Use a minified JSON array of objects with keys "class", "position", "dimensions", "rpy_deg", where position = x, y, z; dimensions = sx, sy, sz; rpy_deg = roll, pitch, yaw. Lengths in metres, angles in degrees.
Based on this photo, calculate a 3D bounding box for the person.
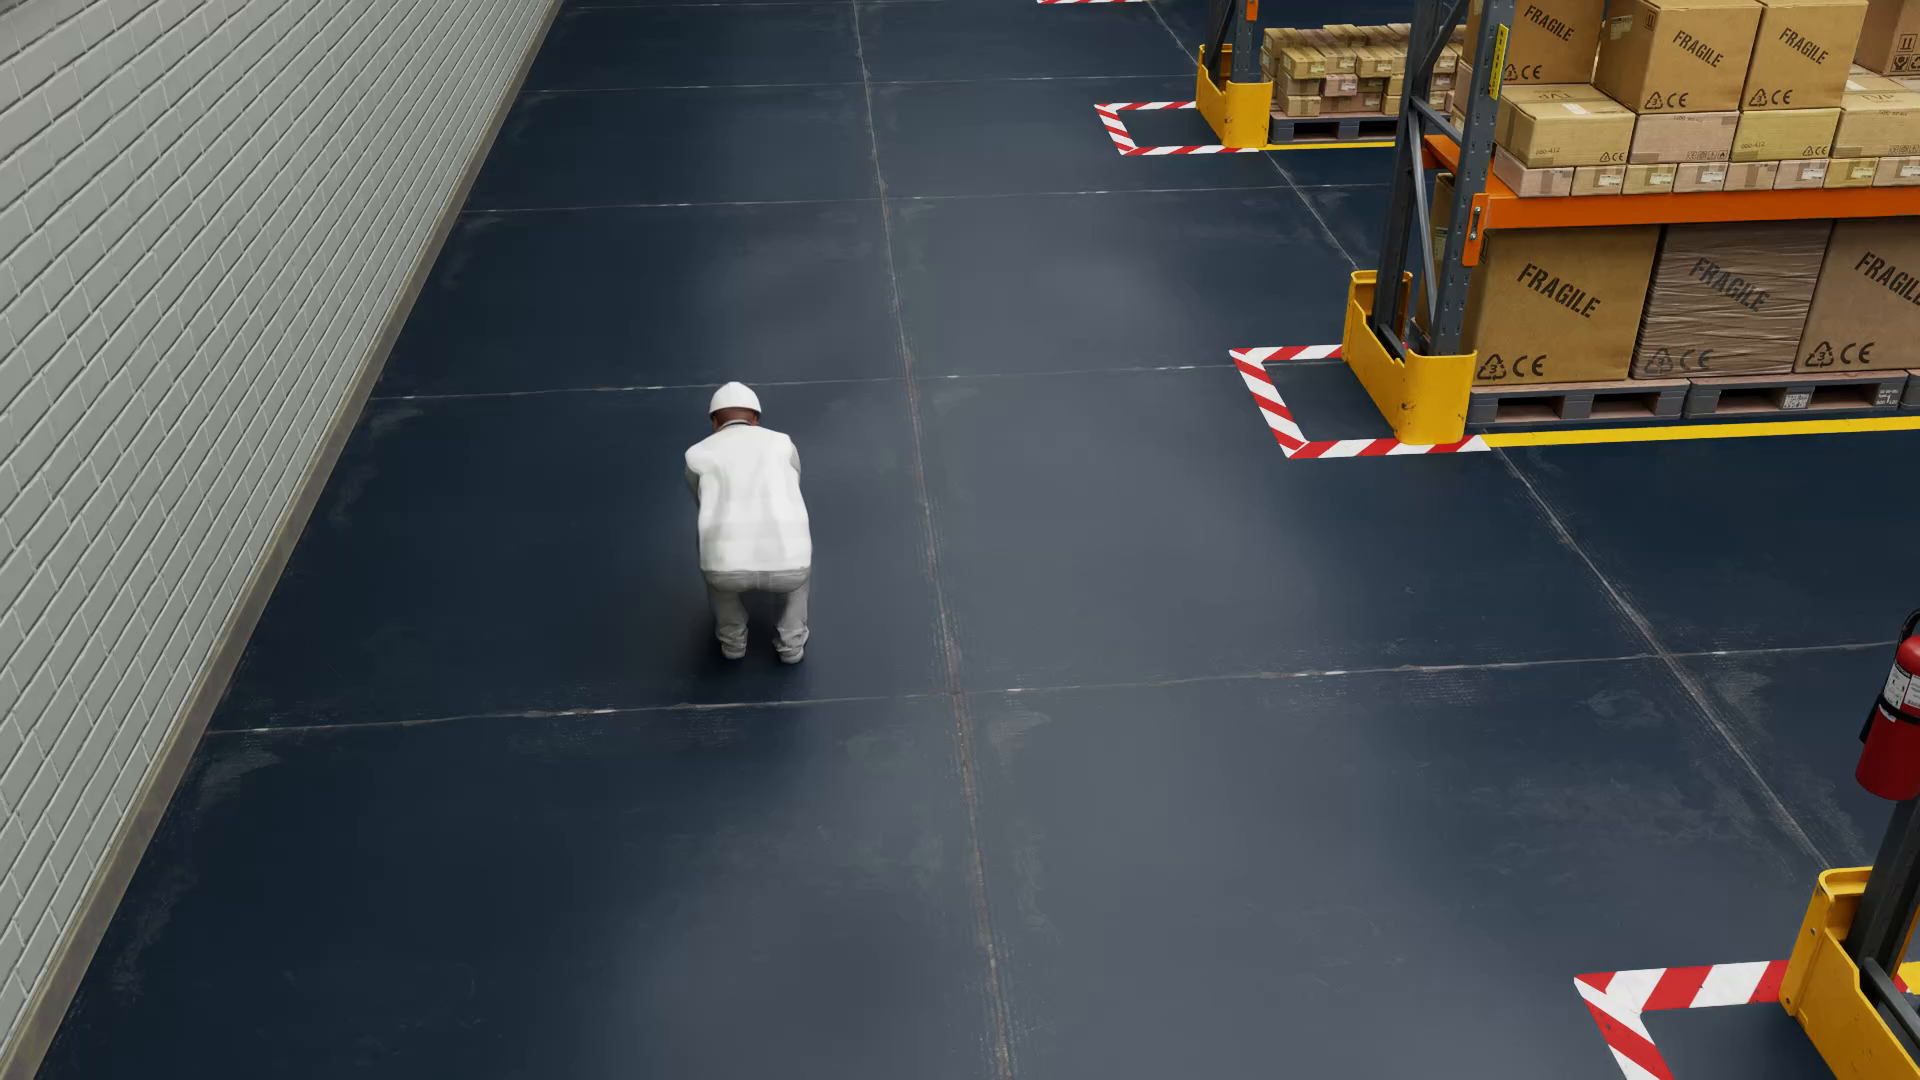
[{"class":"person","position":[-0.873,-0.044,6.941],"dimensions":[0.511,1.002,0.920],"rpy_deg":[-4,31,-6]}]
